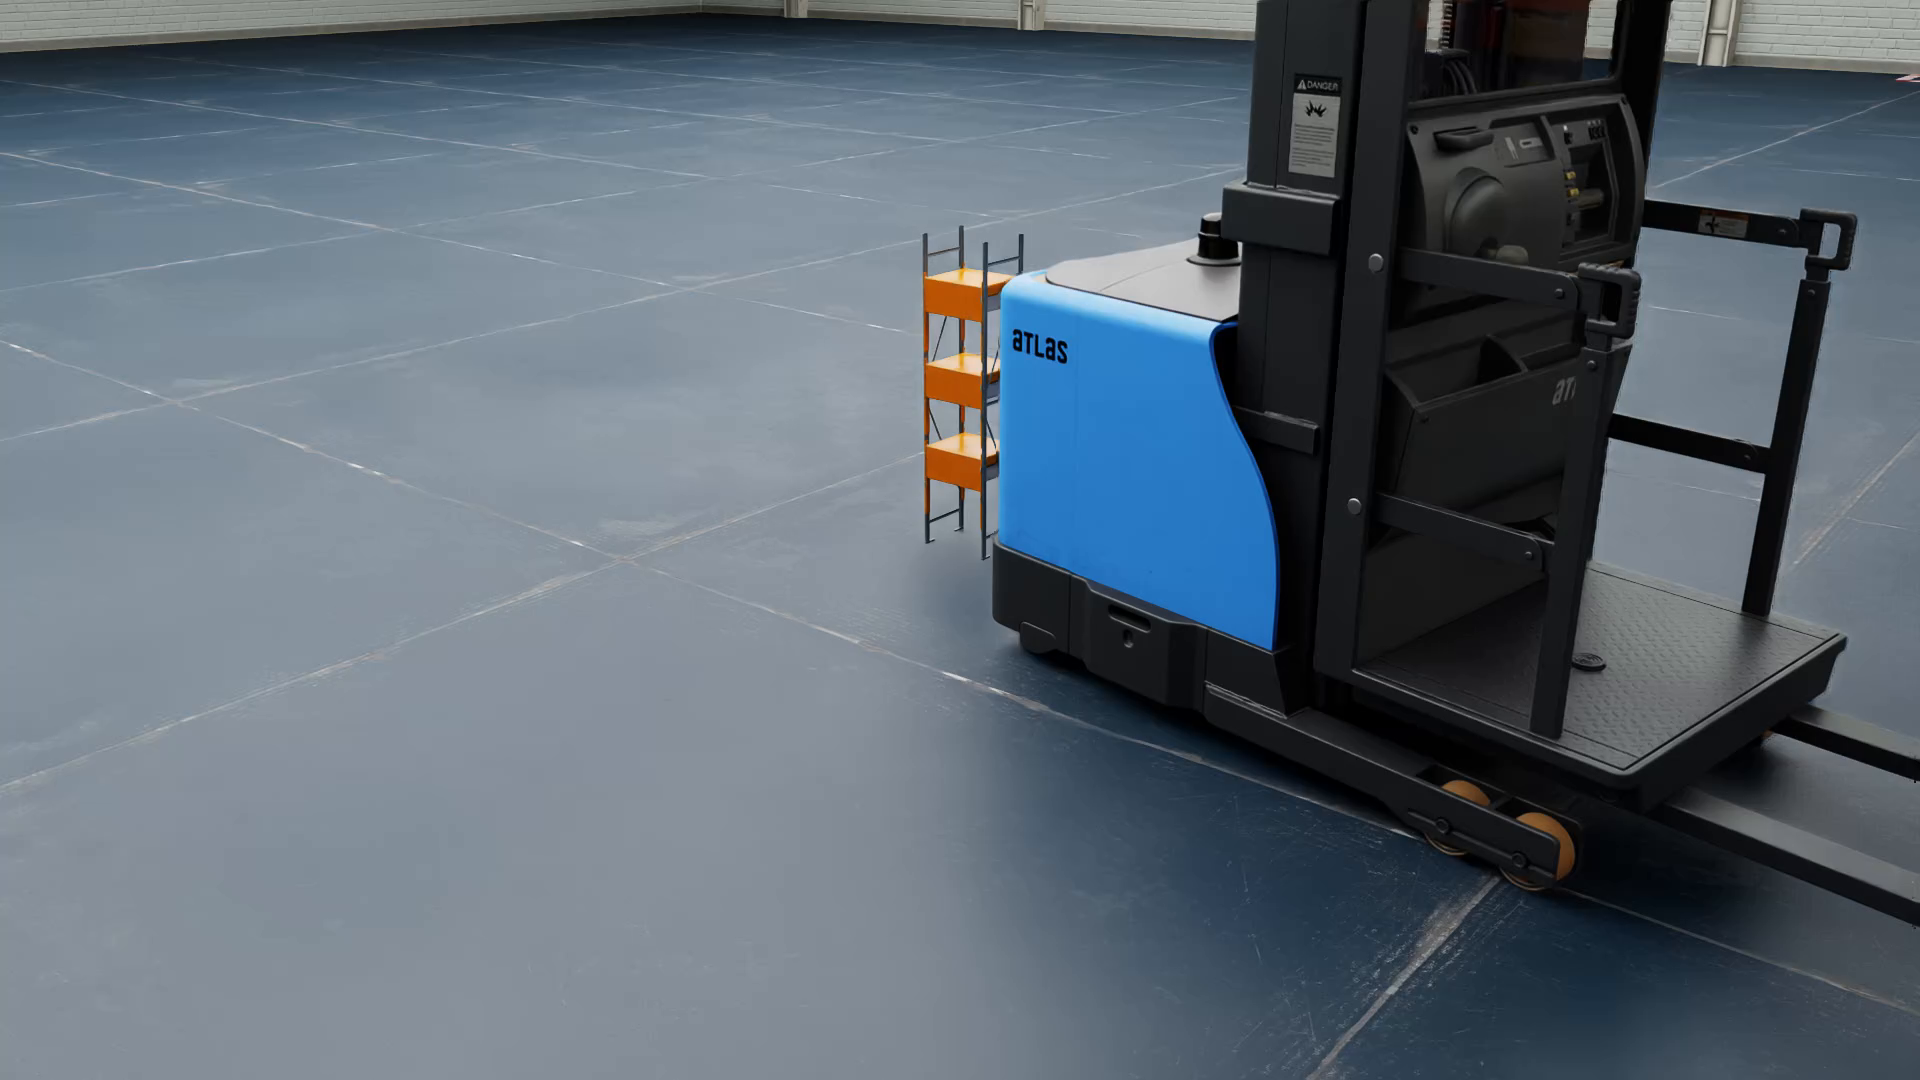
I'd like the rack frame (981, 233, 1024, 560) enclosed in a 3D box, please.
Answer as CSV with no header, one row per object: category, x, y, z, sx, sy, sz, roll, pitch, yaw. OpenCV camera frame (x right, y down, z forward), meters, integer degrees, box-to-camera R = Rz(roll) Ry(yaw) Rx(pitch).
rack frame,0.136,-0.452,5.379,0.008,1.050,0.200,16,26,36

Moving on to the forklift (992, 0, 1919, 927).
forklift,1.446,-0.807,3.655,1.130,2.935,3.031,-17,27,-38

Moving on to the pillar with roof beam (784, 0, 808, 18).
pillar with roof beam,-6.067,-13.716,29.288,0.400,9.000,9.100,16,26,36

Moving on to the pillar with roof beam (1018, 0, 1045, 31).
pillar with roof beam,-1.419,-12.378,25.738,0.400,9.000,9.100,16,26,36

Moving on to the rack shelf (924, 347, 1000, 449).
rack shelf,0.041,-0.469,5.455,0.240,0.259,0.215,16,26,36

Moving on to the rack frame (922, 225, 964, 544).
rack frame,-0.053,-0.507,5.523,0.008,1.050,0.200,16,26,36

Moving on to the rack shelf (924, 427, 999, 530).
rack shelf,0.041,-0.209,5.553,0.240,0.259,0.215,16,26,36

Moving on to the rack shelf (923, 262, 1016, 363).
rack shelf,0.041,-0.735,5.355,0.240,0.259,0.215,16,26,36

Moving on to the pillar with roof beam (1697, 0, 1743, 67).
pillar with roof beam,7.878,-9.701,18.639,0.400,9.000,9.100,16,26,36

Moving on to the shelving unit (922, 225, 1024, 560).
shelving unit,0.041,-0.479,5.451,0.252,1.050,0.215,16,26,36
